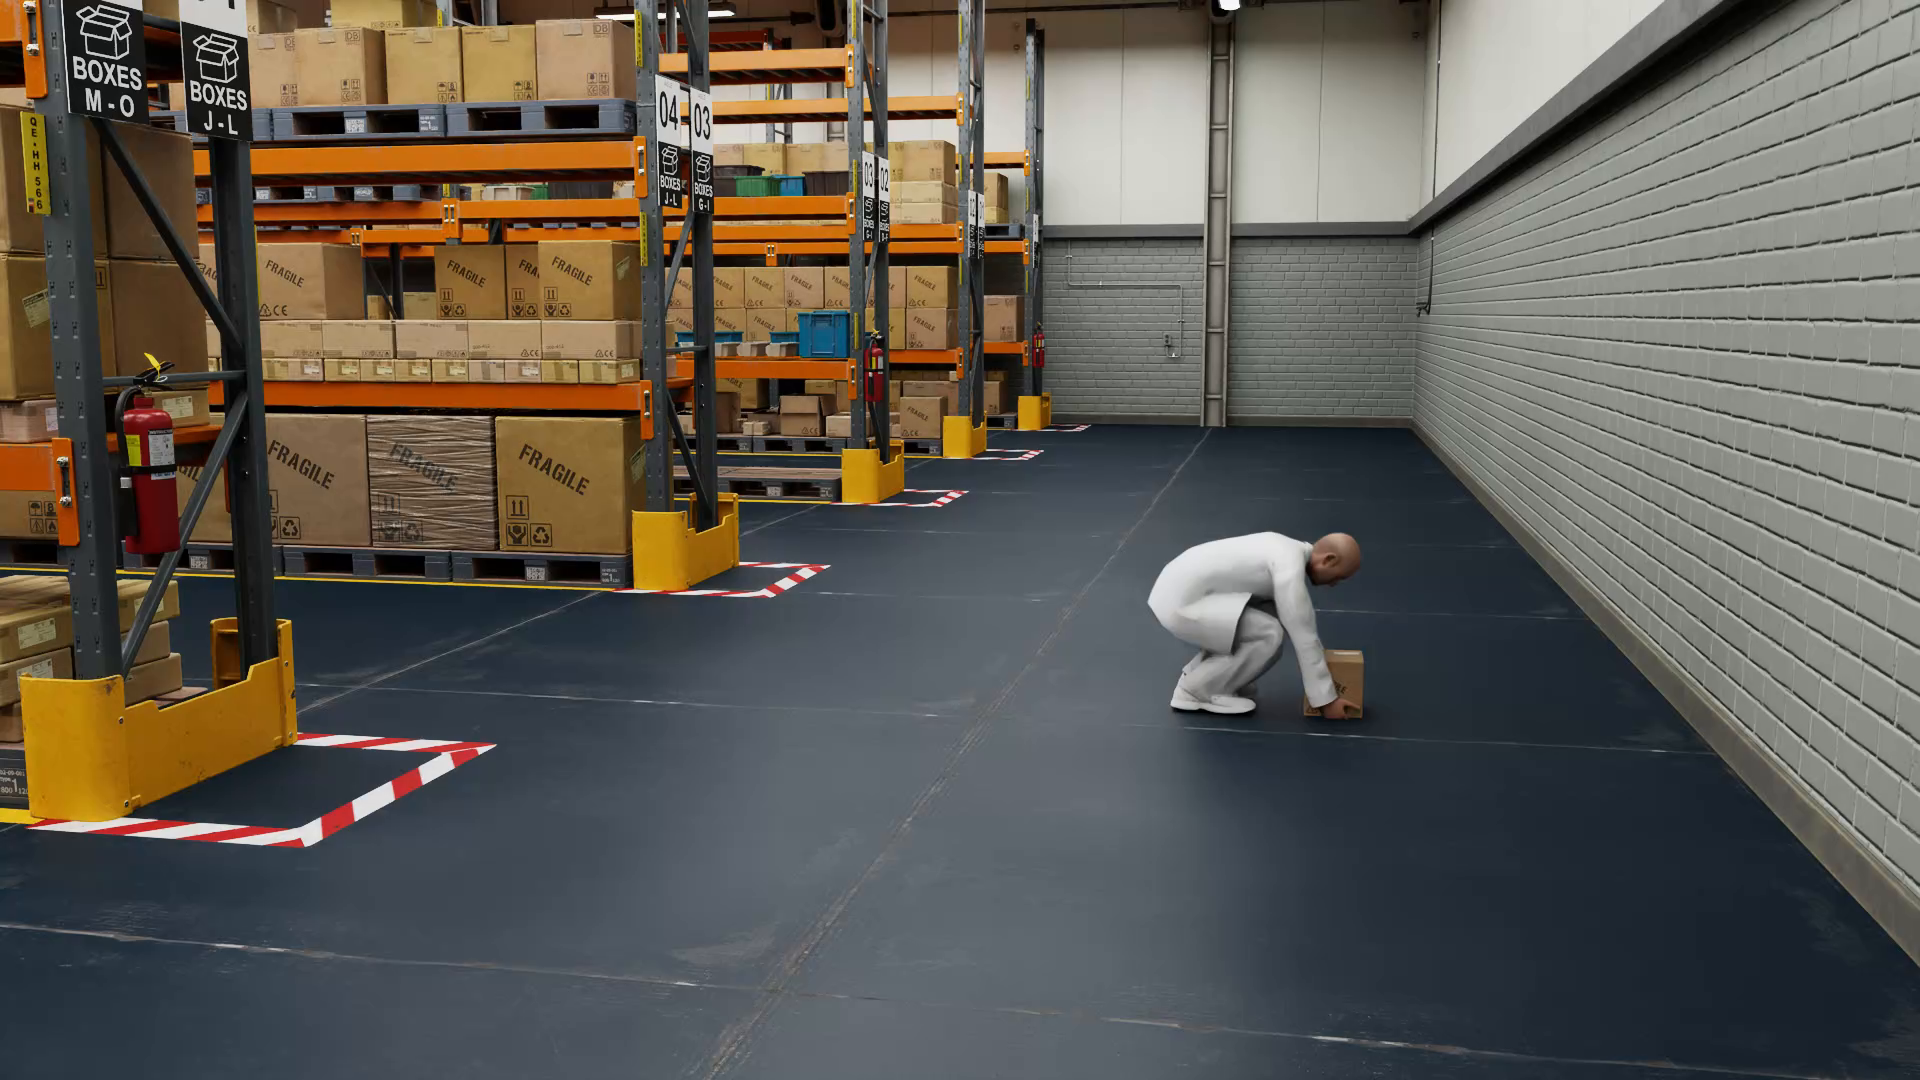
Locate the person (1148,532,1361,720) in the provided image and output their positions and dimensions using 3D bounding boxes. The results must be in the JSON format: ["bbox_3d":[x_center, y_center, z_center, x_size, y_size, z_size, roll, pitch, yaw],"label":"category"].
[{"bbox_3d":[1.308,0.375,7.401,0.938,0.827,0.577,1,8,10],"label":"person"}]
